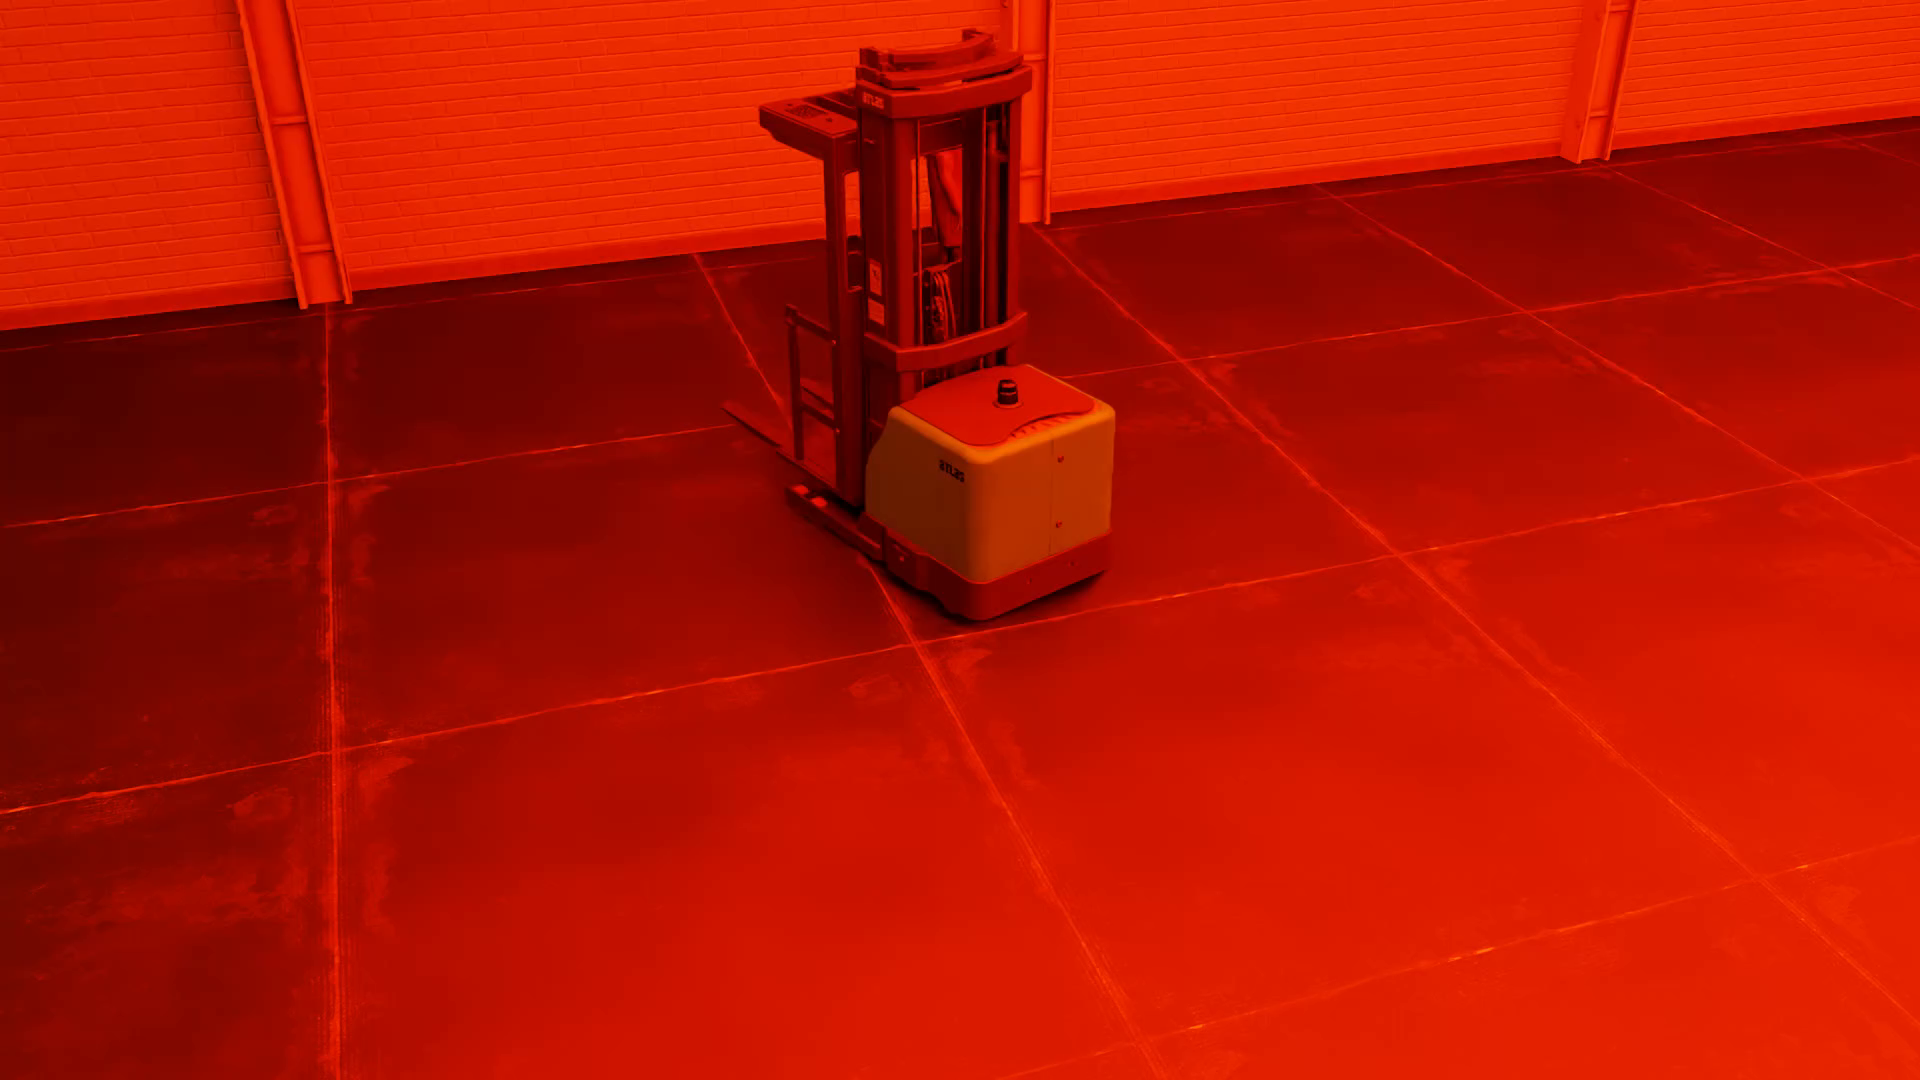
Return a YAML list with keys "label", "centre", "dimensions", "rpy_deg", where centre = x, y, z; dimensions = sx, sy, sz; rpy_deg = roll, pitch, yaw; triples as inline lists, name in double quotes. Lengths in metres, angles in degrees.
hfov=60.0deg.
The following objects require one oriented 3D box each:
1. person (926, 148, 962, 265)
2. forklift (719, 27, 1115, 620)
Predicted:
- label: "person"
  centre: [0.037, -2.518, 12.611]
  dimensions: [0.580, 1.781, 0.709]
  rpy_deg: [-7, 31, -12]
- label: "forklift"
  centre: [-0.427, -1.501, 9.696]
  dimensions: [1.130, 2.935, 3.031]
  rpy_deg: [-21, 36, -32]
